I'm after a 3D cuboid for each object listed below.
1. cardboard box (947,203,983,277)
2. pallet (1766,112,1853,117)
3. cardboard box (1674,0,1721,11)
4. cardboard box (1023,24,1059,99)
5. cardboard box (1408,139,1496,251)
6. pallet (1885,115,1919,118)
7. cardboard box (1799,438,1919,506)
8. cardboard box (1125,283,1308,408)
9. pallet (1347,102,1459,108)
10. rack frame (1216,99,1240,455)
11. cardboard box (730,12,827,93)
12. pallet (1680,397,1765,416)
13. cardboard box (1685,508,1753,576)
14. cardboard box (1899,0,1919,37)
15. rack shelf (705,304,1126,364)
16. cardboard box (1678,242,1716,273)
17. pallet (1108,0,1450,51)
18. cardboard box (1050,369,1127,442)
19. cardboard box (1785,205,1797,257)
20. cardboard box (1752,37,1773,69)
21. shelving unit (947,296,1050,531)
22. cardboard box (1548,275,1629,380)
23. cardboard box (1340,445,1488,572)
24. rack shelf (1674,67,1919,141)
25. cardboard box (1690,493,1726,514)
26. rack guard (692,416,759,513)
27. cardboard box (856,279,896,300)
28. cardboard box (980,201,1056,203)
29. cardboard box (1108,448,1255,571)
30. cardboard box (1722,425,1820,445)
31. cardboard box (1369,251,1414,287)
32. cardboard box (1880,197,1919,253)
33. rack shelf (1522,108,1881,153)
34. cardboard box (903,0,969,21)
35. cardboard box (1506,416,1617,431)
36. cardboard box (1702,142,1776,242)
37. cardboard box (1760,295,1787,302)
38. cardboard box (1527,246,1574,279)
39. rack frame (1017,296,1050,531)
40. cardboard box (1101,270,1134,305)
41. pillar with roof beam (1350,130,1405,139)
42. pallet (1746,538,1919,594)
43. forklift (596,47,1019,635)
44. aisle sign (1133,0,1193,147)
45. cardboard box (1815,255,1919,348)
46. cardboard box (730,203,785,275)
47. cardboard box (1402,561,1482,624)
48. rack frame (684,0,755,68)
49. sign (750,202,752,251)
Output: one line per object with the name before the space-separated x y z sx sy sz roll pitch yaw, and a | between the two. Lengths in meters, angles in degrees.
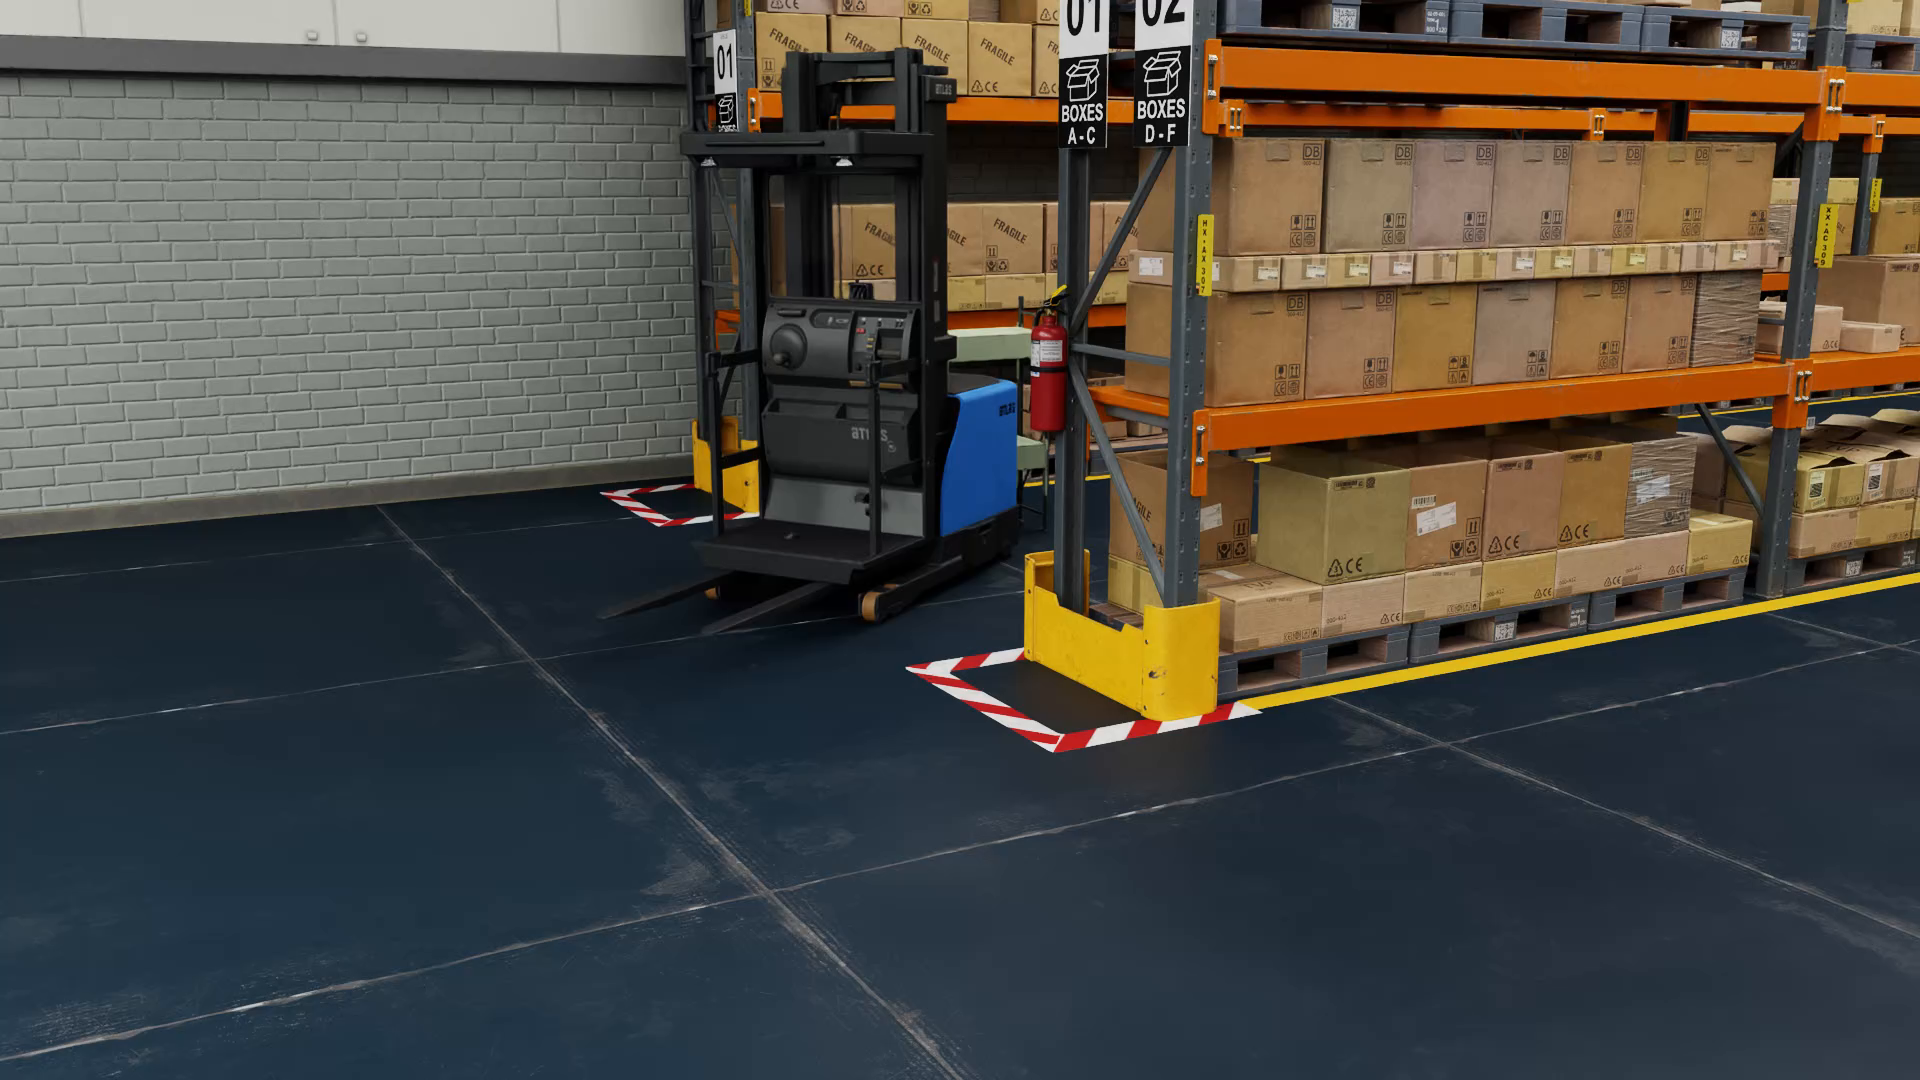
cardboard box | -0.178 -2.164 11.980 0.500 0.500 0.500 -7 15 -30
pallet | 8.115 -4.292 16.454 1.217 0.209 0.805 -8 15 -30
cardboard box | 3.683 -3.016 8.842 0.500 0.500 0.500 -6 14 -23
cardboard box | 0.632 -3.491 12.186 0.500 0.500 0.500 -7 15 -30
cardboard box | 2.104 -1.655 7.949 0.500 0.500 0.700 -7 14 -28
pallet | 10.689 -4.660 17.853 1.213 0.211 1.003 -7 14 -28
cardboard box | 5.175 -0.416 9.657 0.500 0.311 0.500 -7 14 -29
cardboard box | 1.156 -0.907 7.580 0.500 0.500 0.700 -7 14 -28
pallet | 3.376 -3.712 13.869 1.003 0.211 1.213 -7 14 -28
rack frame | 1.875 -2.187 13.493 0.127 3.000 1.000 -7 14 -28
cardboard box | -1.223 -3.275 11.223 0.500 0.500 0.500 -6 14 -26
pallet | 7.183 -1.443 16.540 1.213 0.211 1.003 -7 14 -28
cardboard box | 3.949 -0.005 9.105 0.500 0.250 0.500 -7 14 -28
cardboard box | 5.278 -2.949 9.433 0.500 0.250 0.500 -8 15 -33
rack shelf | 0.119 -1.625 12.637 4.000 0.370 1.077 -7 14 -28
cardboard box | 3.669 -1.474 8.622 0.250 0.149 0.380 -7 15 -30
pallet | 1.373 -2.301 7.372 1.213 0.211 1.003 -7 14 -28
cardboard box | 0.983 -1.065 13.200 0.500 0.500 0.500 -8 15 -32
cardboard box | 8.169 -3.079 16.509 0.500 0.500 0.500 -7 14 -27
cardboard box | 7.614 -4.613 16.211 0.500 0.500 0.700 -7 15 -29
shelving unit | 0.153 -0.792 10.710 0.755 1.500 0.431 -6 14 -26
cardboard box | 2.963 -1.124 8.546 0.500 0.500 0.700 -7 14 -27
cardboard box | 2.188 -0.162 8.097 0.500 0.500 0.500 -7 14 -28
rack shelf | 6.007 -2.555 9.938 4.000 0.370 1.077 -7 14 -28
cardboard box | 4.476 -0.195 9.951 0.500 0.250 0.500 -7 14 -28
rack guard | -1.570 -0.554 11.933 0.348 0.500 1.175 -7 14 -28
cardboard box | -0.607 -1.750 11.849 0.500 0.250 0.500 -7 15 -30
cardboard box | 0.466 -2.375 12.918 0.500 0.500 0.500 -6 14 -26
cardboard box | 1.069 -0.155 8.062 0.500 0.500 0.500 -7 14 -28
cardboard box | 4.923 -0.523 10.131 0.500 0.311 0.500 -6 14 -26
cardboard box | 1.861 -1.257 7.657 0.250 0.149 0.380 -7 14 -29
cardboard box | 10.024 -3.304 17.776 0.700 0.700 0.980 -7 15 -29
rack shelf | 7.141 -3.930 16.048 4.000 0.370 1.077 -7 14 -28
cardboard box | -0.273 -3.868 11.584 0.500 0.500 0.500 -6 14 -26
cardboard box | 3.259 -0.419 9.237 0.500 0.500 0.500 -7 14 -28
cardboard box | 3.865 -1.866 8.887 0.500 0.500 0.700 -7 14 -28
cardboard box | 8.388 -2.091 17.008 0.750 0.750 0.750 -7 14 -27
cardboard box | 2.768 -1.366 8.141 0.250 0.149 0.380 -6 14 -26
rack frame | 0.481 -0.827 10.870 0.023 1.500 0.400 -6 14 -26
cardboard box | 1.163 -1.964 12.801 0.500 0.250 0.500 -7 14 -28
pillar with roof beam | 5.893 -4.734 11.151 0.400 9.000 9.100 -7 14 -28
pallet | 4.879 0.043 9.937 1.213 0.211 1.003 -7 14 -28
forklift | -0.759 -1.109 8.861 1.130 2.935 3.031 6 14 26
aisle sign | 0.830 -2.014 6.805 0.004 0.787 0.394 -7 14 -28
cardboard box | 5.396 -1.414 9.833 0.500 0.500 0.500 -6 14 -24
cardboard box | -1.324 -2.159 11.958 0.500 0.500 0.500 -7 14 -28
cardboard box | 2.194 0.206 8.169 0.500 0.250 0.500 -7 14 -28
rack frame | -1.636 -4.693 10.965 0.127 3.000 1.000 -7 14 -28
sign | -1.376 -2.084 11.064 0.005 0.325 0.100 -7 14 -28
